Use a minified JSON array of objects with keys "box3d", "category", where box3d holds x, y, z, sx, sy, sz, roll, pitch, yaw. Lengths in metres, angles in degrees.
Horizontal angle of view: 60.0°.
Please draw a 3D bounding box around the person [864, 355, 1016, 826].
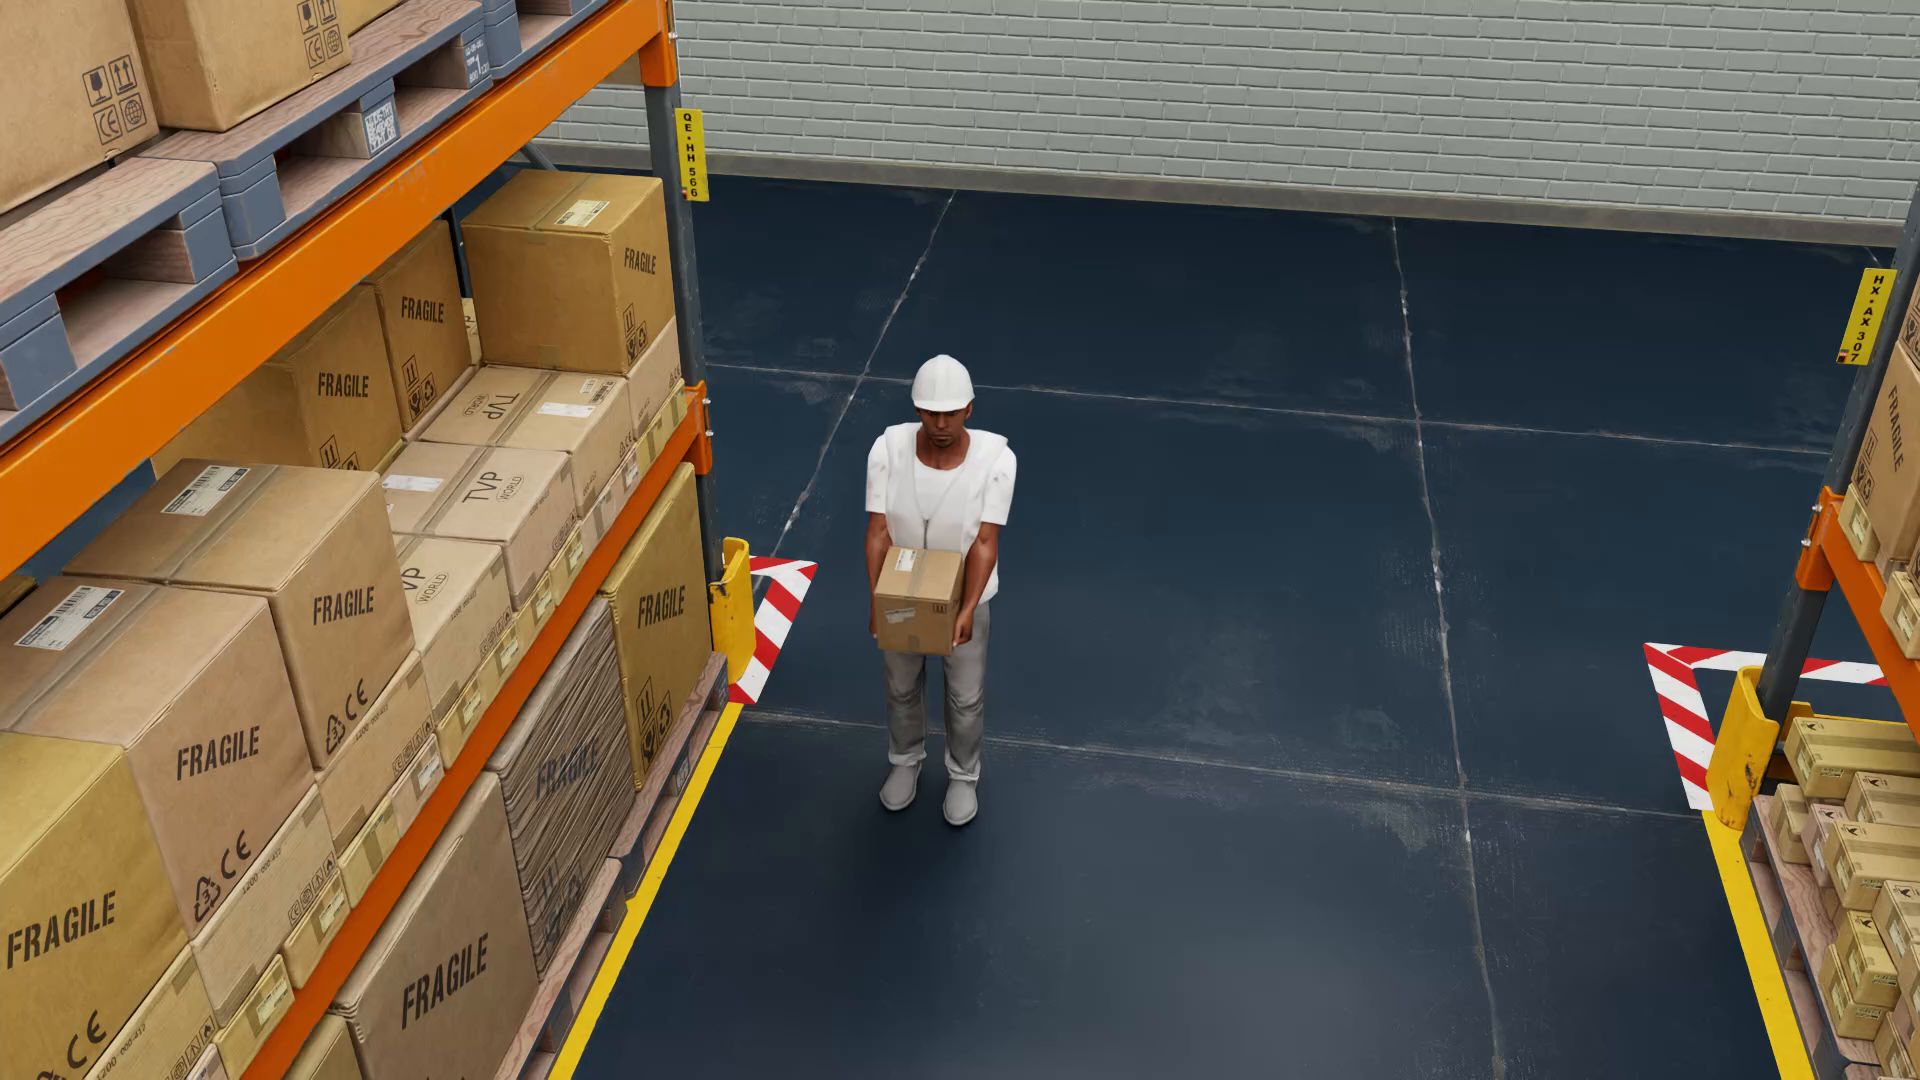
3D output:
[{"box3d":[-0.086,0.231,5.750,0.504,1.762,0.563,5,33,9],"category":"person"}]
